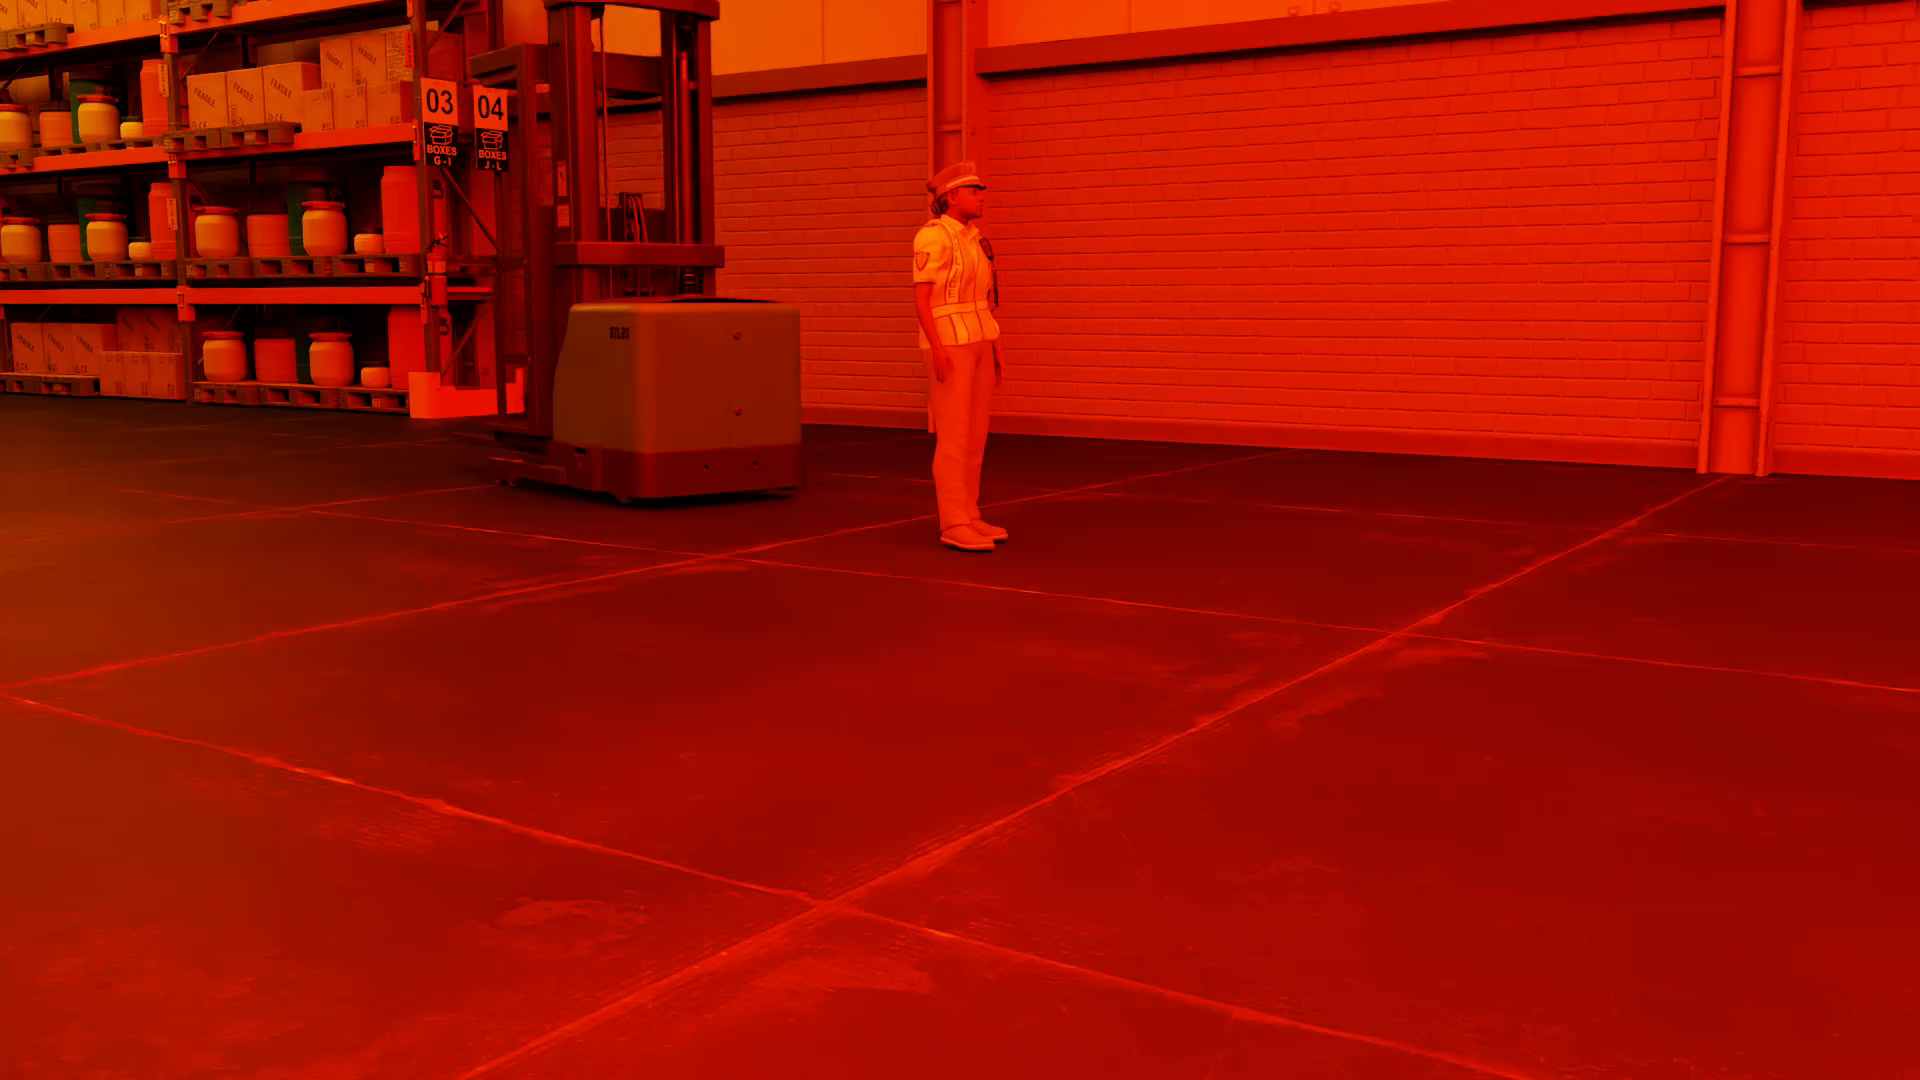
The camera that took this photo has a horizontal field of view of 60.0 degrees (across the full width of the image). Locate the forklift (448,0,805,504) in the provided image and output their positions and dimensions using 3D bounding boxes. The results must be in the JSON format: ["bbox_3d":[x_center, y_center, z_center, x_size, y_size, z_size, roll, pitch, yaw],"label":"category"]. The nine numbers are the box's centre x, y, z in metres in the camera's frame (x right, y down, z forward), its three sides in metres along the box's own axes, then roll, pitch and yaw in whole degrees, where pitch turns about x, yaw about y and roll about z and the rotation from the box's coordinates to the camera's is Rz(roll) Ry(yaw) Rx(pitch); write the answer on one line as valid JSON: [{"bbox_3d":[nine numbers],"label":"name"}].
[{"bbox_3d":[-2.175,-1.802,9.863,1.130,2.935,3.031,-6,10,-38],"label":"forklift"}]

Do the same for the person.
[{"bbox_3d":[0.051,-0.838,7.425,0.530,1.695,0.569,5,10,34],"label":"person"}]
